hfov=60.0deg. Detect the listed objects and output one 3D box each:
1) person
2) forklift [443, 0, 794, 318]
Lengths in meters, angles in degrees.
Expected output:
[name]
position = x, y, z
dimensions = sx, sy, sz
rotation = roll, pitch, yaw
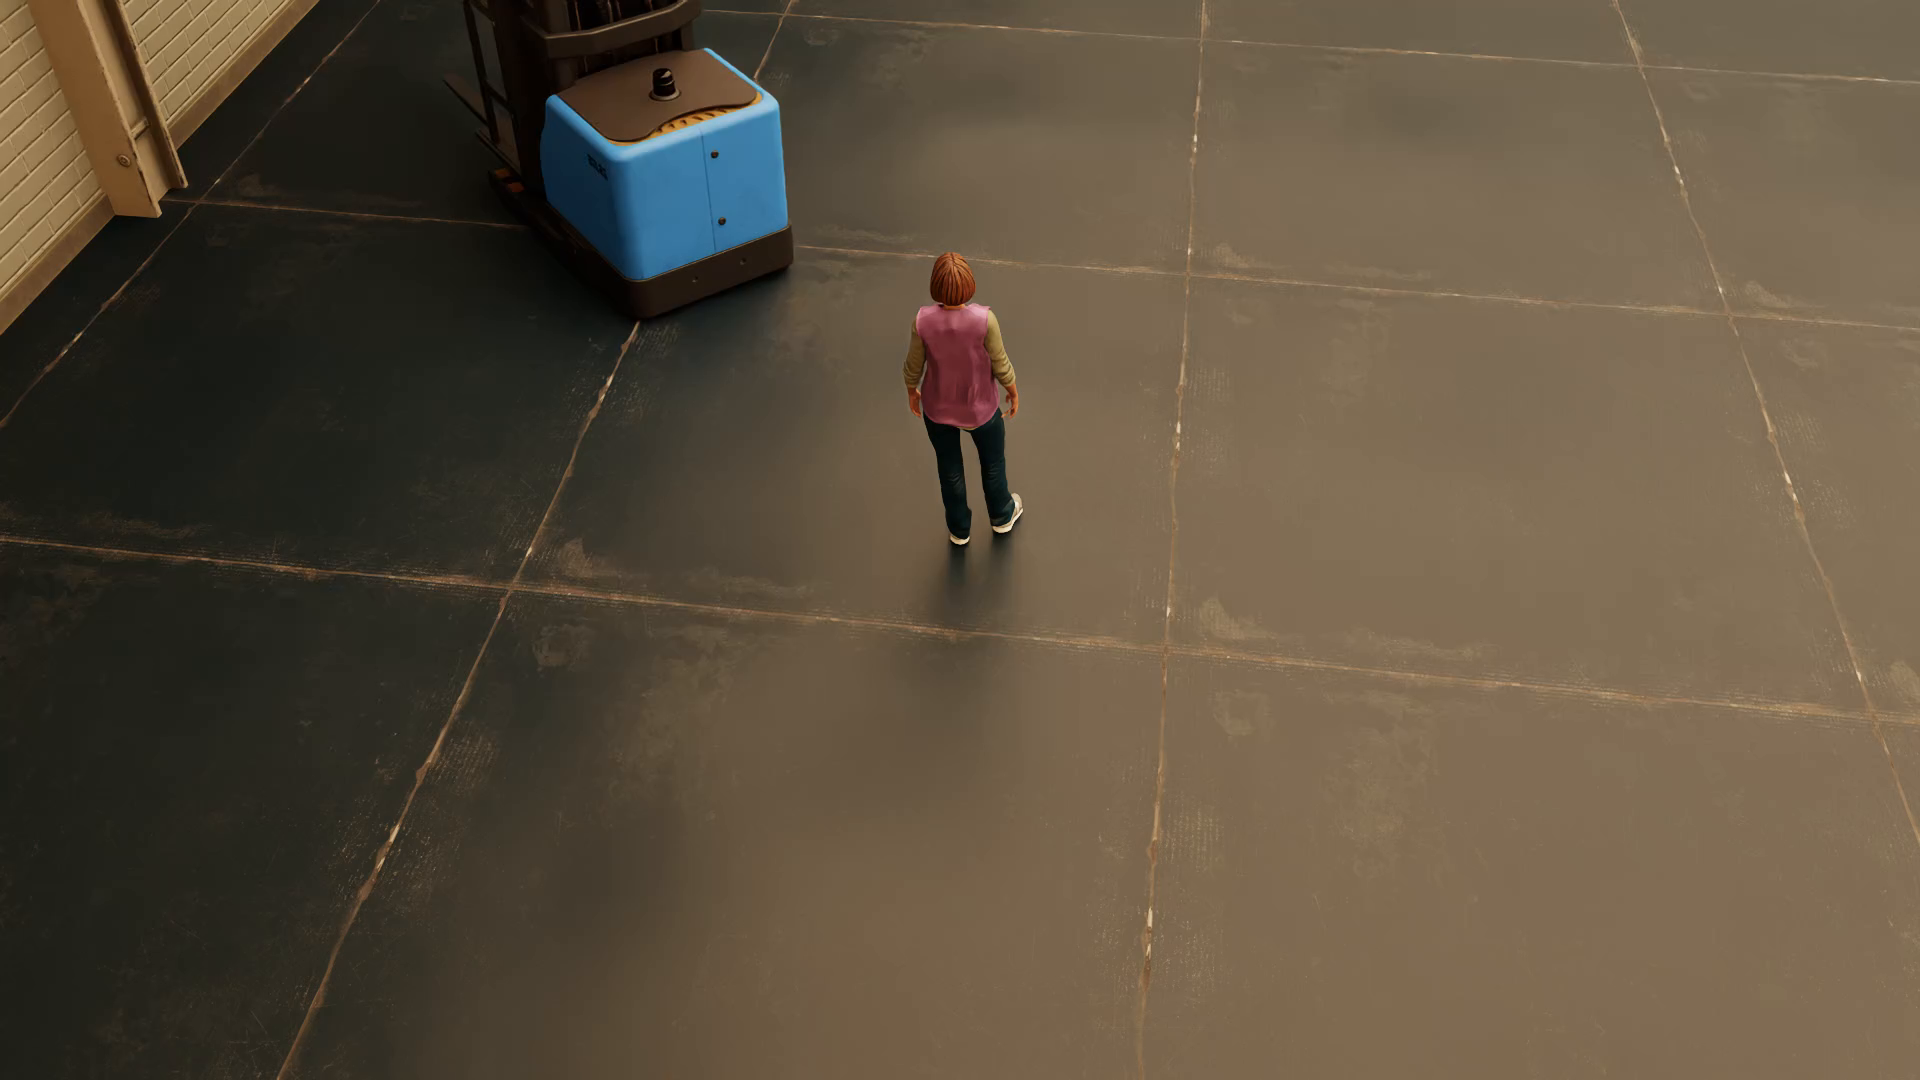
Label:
[person]
position = 0.023, -0.641, 7.398
dimensions = 0.520, 1.596, 0.475
rotation = 5, 43, 6
[forklift]
position = -2.222, -3.249, 9.262
dimensions = 1.130, 2.935, 3.031
rotation = -26, 49, -26
